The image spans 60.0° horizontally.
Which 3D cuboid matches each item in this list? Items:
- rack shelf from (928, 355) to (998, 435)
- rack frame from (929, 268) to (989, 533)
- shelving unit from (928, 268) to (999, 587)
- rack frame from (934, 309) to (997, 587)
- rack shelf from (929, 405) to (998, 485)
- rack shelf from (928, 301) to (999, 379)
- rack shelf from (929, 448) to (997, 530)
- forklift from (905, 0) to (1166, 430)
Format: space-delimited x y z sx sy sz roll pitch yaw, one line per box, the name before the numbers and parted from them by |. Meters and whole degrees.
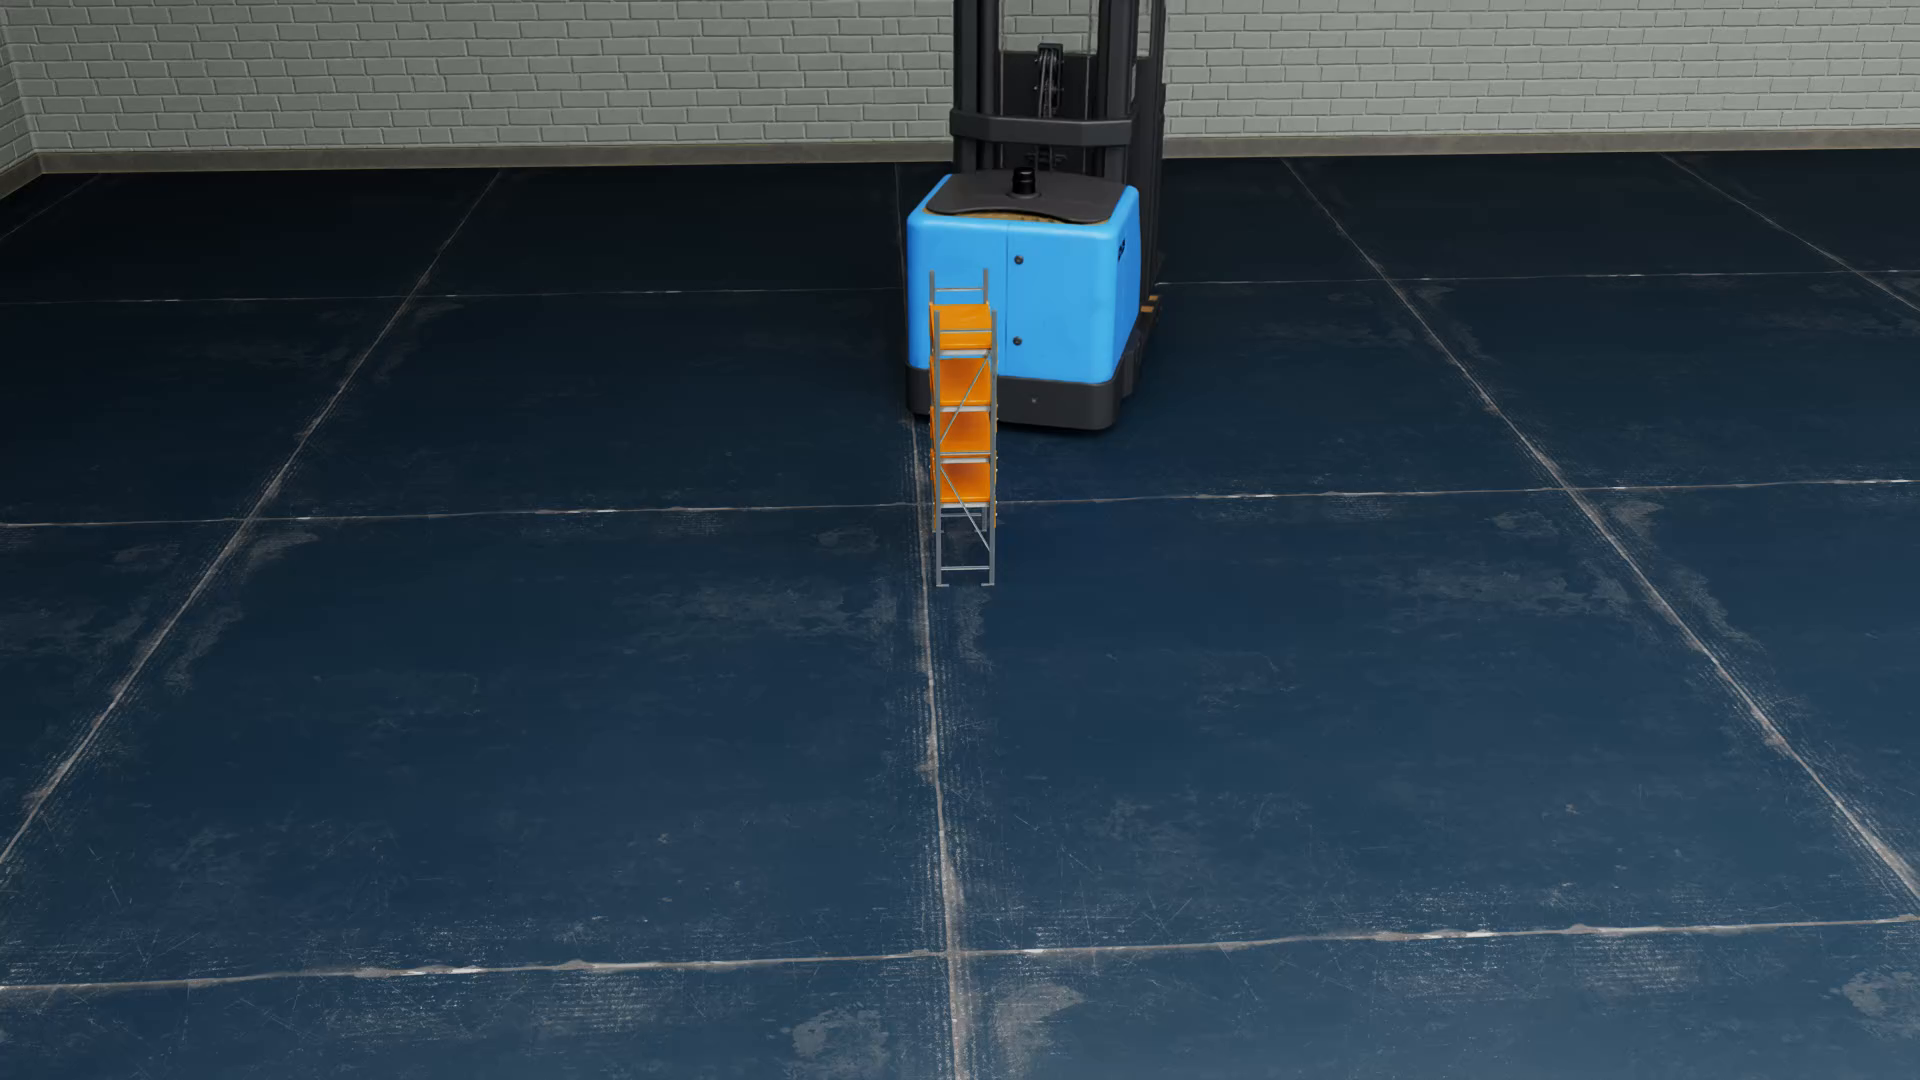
rack shelf | 0.009 -0.594 6.754 0.258 0.148 0.480 -1 28 -3
rack frame | -0.004 -0.568 7.042 0.240 1.200 0.015 -1 28 -3
shelving unit | 0.009 -0.456 6.826 0.258 1.200 0.503 -1 28 -3
rack frame | 0.021 -0.343 6.610 0.240 1.200 0.015 -1 28 -3
rack shelf | 0.009 -0.396 6.857 0.258 0.148 0.480 -1 28 -3
rack shelf | 0.009 -0.804 6.644 0.258 0.148 0.480 -1 28 -3
rack shelf | 0.009 -0.220 6.949 0.258 0.148 0.480 -1 28 -3
forklift | 0.562 -2.500 8.873 1.130 2.935 3.031 6 28 12
